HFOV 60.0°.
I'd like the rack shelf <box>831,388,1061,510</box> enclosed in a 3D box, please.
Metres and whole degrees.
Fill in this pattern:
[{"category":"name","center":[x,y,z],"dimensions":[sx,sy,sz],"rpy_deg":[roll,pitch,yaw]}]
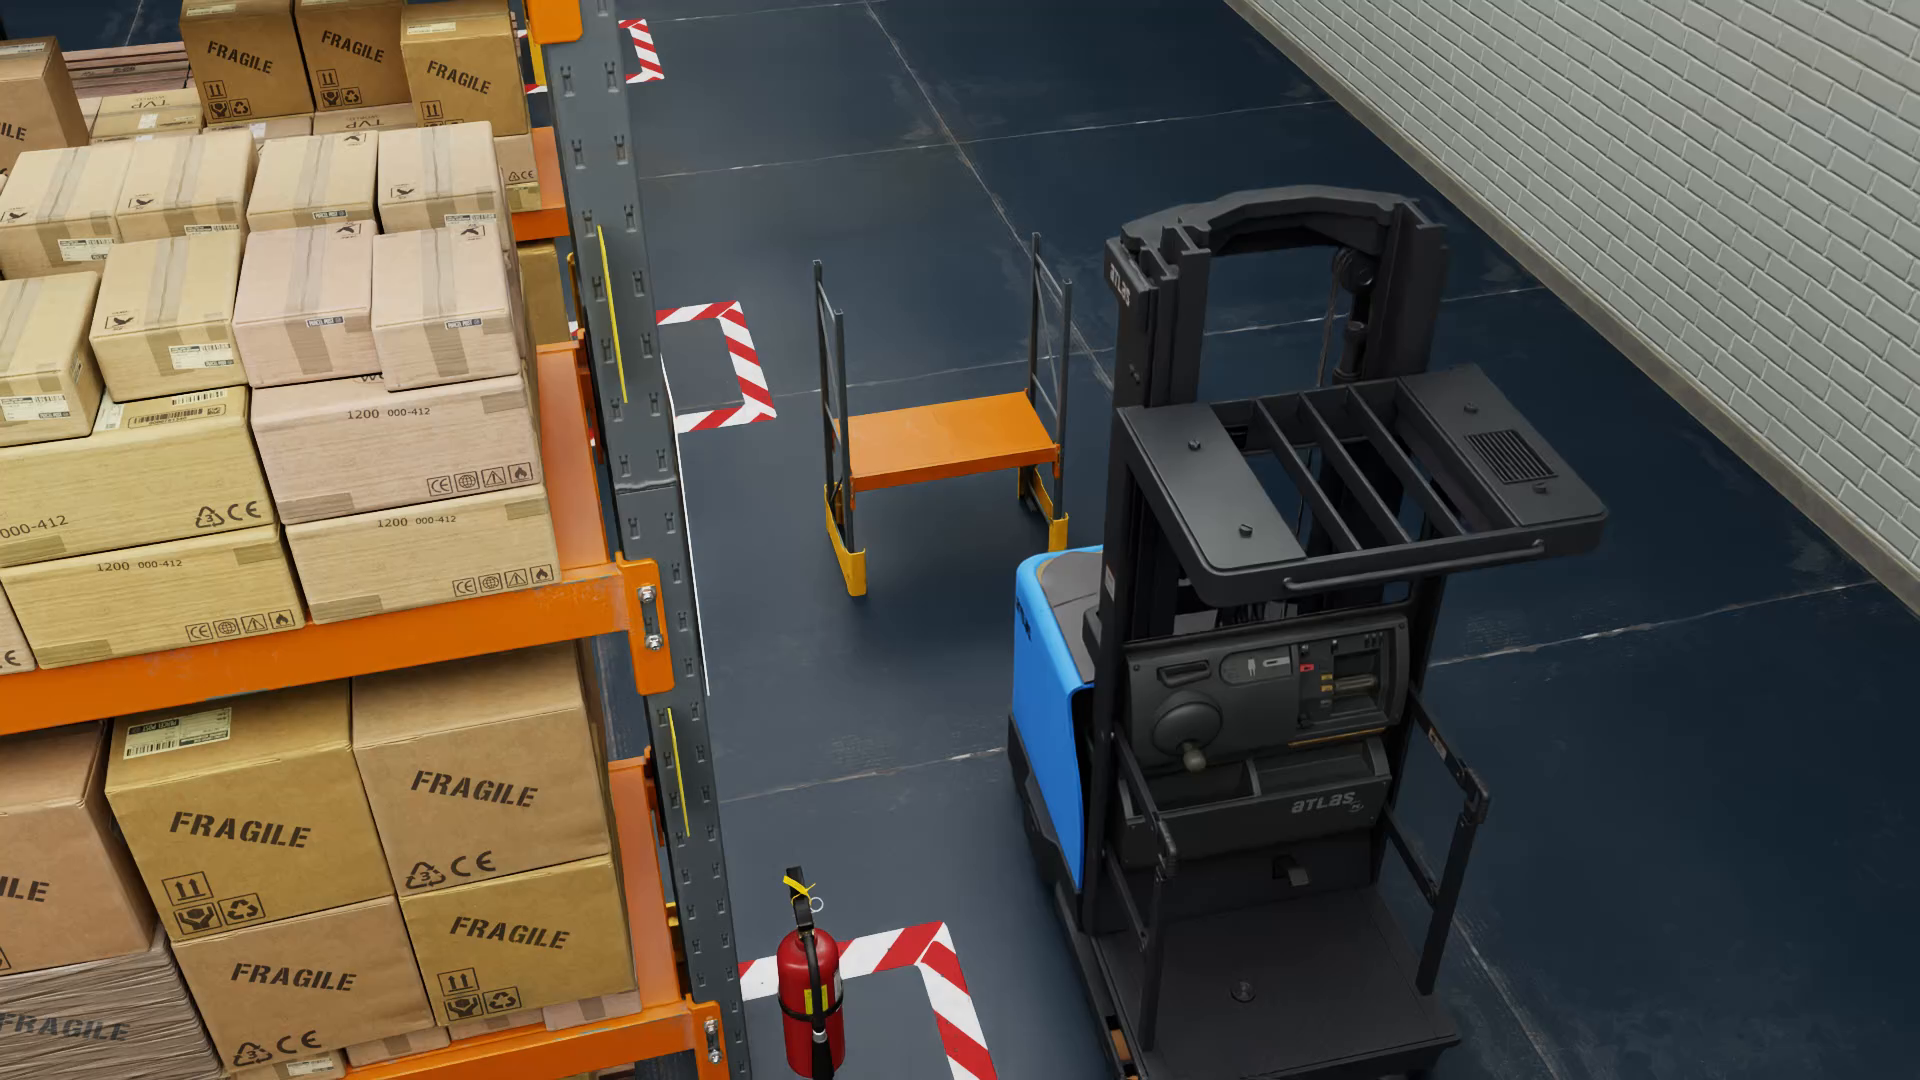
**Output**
[{"category":"rack shelf","center":[-0.082,-0.439,7.865],"dimensions":[1.000,0.185,0.538],"rpy_deg":[-9,38,-12]}]

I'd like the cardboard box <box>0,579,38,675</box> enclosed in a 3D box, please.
[{"category":"cardboard box","center":[-2.118,0.047,3.354],"dimensions":[0.500,0.250,0.500],"rpy_deg":[-8,38,-10]}]

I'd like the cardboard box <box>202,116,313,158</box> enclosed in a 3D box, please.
[{"category":"cardboard box","center":[-3.350,-1.795,7.985],"dimensions":[0.500,0.250,0.500],"rpy_deg":[-11,39,-13]}]

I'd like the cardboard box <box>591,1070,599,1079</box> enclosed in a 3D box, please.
[{"category":"cardboard box","center":[-1.364,1.657,5.596],"dimensions":[0.250,0.149,0.380],"rpy_deg":[-9,38,-11]}]

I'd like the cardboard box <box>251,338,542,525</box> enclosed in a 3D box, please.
[{"category":"cardboard box","center":[-1.153,-0.312,3.412],"dimensions":[0.500,0.250,0.500],"rpy_deg":[-10,39,-13]}]

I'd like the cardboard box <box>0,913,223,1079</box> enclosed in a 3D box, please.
[{"category":"cardboard box","center":[-2.127,1.025,4.094],"dimensions":[0.500,0.500,0.500],"rpy_deg":[-9,38,-12]}]

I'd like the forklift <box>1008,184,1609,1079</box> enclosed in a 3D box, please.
[{"category":"forklift","center":[1.030,0.557,5.089],"dimensions":[1.130,2.935,3.031],"rpy_deg":[-8,38,-10]}]

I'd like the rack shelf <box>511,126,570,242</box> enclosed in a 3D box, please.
[{"category":"rack shelf","center":[-3.901,-1.527,8.349],"dimensions":[4.000,0.370,1.077],"rpy_deg":[-9,38,-12]}]

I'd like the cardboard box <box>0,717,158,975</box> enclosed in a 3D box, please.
[{"category":"cardboard box","center":[-2.141,0.627,3.791],"dimensions":[0.500,0.500,0.500],"rpy_deg":[-7,38,-10]}]

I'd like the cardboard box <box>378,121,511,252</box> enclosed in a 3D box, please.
[{"category":"cardboard box","center":[-1.147,-0.775,3.689],"dimensions":[0.250,0.149,0.380],"rpy_deg":[-10,38,-12]}]

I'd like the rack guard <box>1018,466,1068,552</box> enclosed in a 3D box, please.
[{"category":"rack guard","center":[0.407,-0.166,8.241],"dimensions":[0.087,0.250,0.587],"rpy_deg":[-9,38,-12]}]

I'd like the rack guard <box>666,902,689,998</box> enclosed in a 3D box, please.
[{"category":"rack guard","center":[-0.848,1.801,5.464],"dimensions":[0.348,0.500,1.175],"rpy_deg":[-9,38,-12]}]

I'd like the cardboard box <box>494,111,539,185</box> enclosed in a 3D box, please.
[{"category":"cardboard box","center":[-2.369,-1.956,8.196],"dimensions":[0.500,0.250,0.500],"rpy_deg":[-10,39,-13]}]

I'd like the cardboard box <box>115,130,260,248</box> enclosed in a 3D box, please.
[{"category":"cardboard box","center":[-1.679,-0.745,3.650],"dimensions":[0.250,0.149,0.380],"rpy_deg":[-9,38,-12]}]

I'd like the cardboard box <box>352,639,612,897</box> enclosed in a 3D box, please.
[{"category":"cardboard box","center":[-1.152,0.459,4.010],"dimensions":[0.500,0.500,0.500],"rpy_deg":[-10,39,-13]}]

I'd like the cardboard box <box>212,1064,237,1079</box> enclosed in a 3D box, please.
[{"category":"cardboard box","center":[-2.006,1.258,4.323],"dimensions":[0.250,0.149,0.380],"rpy_deg":[-11,39,-14]}]

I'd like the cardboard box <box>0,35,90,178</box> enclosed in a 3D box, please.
[{"category":"cardboard box","center":[-4.325,-1.937,7.554],"dimensions":[0.500,0.500,0.500],"rpy_deg":[-10,39,-13]}]

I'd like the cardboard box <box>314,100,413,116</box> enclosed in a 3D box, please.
[{"category":"cardboard box","center":[-3.004,-2.184,8.494],"dimensions":[0.500,0.250,0.500],"rpy_deg":[-10,38,-12]}]

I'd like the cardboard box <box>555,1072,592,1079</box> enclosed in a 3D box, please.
[{"category":"cardboard box","center":[-1.220,1.758,4.974],"dimensions":[0.250,0.149,0.380],"rpy_deg":[-9,38,-11]}]

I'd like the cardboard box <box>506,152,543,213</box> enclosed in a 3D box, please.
[{"category":"cardboard box","center":[-2.228,-1.780,8.294],"dimensions":[0.250,0.149,0.380],"rpy_deg":[-9,38,-11]}]

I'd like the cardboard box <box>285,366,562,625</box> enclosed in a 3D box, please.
[{"category":"cardboard box","center":[-1.145,-0.109,3.557],"dimensions":[0.500,0.250,0.500],"rpy_deg":[-10,39,-13]}]

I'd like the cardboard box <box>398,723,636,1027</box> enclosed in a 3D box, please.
[{"category":"cardboard box","center":[-1.142,0.860,4.309],"dimensions":[0.500,0.500,0.500],"rpy_deg":[-9,38,-11]}]

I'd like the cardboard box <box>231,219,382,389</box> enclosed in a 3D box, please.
[{"category":"cardboard box","center":[-1.277,-0.474,3.295],"dimensions":[0.250,0.149,0.380],"rpy_deg":[-9,38,-11]}]

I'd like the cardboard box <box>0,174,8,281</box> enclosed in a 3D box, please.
[{"category":"cardboard box","center":[-2.135,-0.604,3.465],"dimensions":[0.250,0.149,0.380],"rpy_deg":[-8,38,-11]}]

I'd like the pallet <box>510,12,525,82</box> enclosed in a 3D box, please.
[{"category":"pallet","center":[-4.068,-3.819,13.048],"dimensions":[1.213,0.211,1.003],"rpy_deg":[-9,38,-12]}]

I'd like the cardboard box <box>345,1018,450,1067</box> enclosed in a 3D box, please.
[{"category":"cardboard box","center":[-1.504,1.179,4.426],"dimensions":[0.250,0.149,0.380],"rpy_deg":[-10,38,-12]}]

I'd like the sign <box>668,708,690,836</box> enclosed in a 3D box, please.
[{"category":"sign","center":[-0.650,0.539,3.843],"dimensions":[0.005,0.325,0.100],"rpy_deg":[-9,38,-12]}]

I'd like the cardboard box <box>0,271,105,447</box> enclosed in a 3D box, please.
[{"category":"cardboard box","center":[-1.757,-0.340,3.120],"dimensions":[0.250,0.149,0.380],"rpy_deg":[-9,38,-11]}]

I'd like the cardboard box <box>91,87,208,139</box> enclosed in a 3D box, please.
[{"category":"cardboard box","center":[-3.993,-2.021,8.281],"dimensions":[0.500,0.250,0.500],"rpy_deg":[-10,39,-13]}]

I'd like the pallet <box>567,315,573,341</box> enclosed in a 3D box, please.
[{"category":"pallet","center":[-2.722,-0.849,9.166],"dimensions":[1.213,0.211,1.003],"rpy_deg":[-9,38,-12]}]

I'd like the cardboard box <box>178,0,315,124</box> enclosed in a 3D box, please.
[{"category":"cardboard box","center":[-3.486,-2.403,8.164],"dimensions":[0.500,0.500,0.500],"rpy_deg":[-10,39,-13]}]

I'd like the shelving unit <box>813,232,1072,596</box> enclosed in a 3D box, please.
[{"category":"shelving unit","center":[-0.074,-0.584,7.758],"dimensions":[1.083,1.500,0.587],"rpy_deg":[-9,38,-12]}]

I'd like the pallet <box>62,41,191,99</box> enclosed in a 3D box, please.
[{"category":"pallet","center":[-6.424,-3.433,12.543],"dimensions":[1.213,0.211,1.003],"rpy_deg":[-9,38,-12]}]

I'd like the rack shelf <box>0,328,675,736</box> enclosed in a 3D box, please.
[{"category":"rack shelf","center":[-2.706,0.207,3.613],"dimensions":[4.000,0.370,1.077],"rpy_deg":[-9,38,-12]}]

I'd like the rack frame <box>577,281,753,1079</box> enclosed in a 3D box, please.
[{"category":"rack frame","center":[-0.775,0.796,4.720],"dimensions":[0.127,3.000,1.000],"rpy_deg":[-9,38,-12]}]

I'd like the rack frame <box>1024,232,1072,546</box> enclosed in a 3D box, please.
[{"category":"rack frame","center":[0.408,-0.663,7.861],"dimensions":[0.032,1.500,0.500],"rpy_deg":[-9,38,-12]}]

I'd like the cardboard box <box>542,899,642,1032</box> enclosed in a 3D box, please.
[{"category":"cardboard box","center":[-1.016,1.113,4.512],"dimensions":[0.250,0.149,0.380],"rpy_deg":[-9,38,-12]}]

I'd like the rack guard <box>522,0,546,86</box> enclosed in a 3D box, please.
[{"category":"rack guard","center":[-3.242,-4.053,13.117],"dimensions":[0.348,0.500,1.175],"rpy_deg":[-9,38,-12]}]

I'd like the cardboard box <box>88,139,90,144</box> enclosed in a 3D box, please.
[{"category":"cardboard box","center":[-4.330,-1.636,7.778],"dimensions":[0.500,0.250,0.500],"rpy_deg":[-8,38,-11]}]
